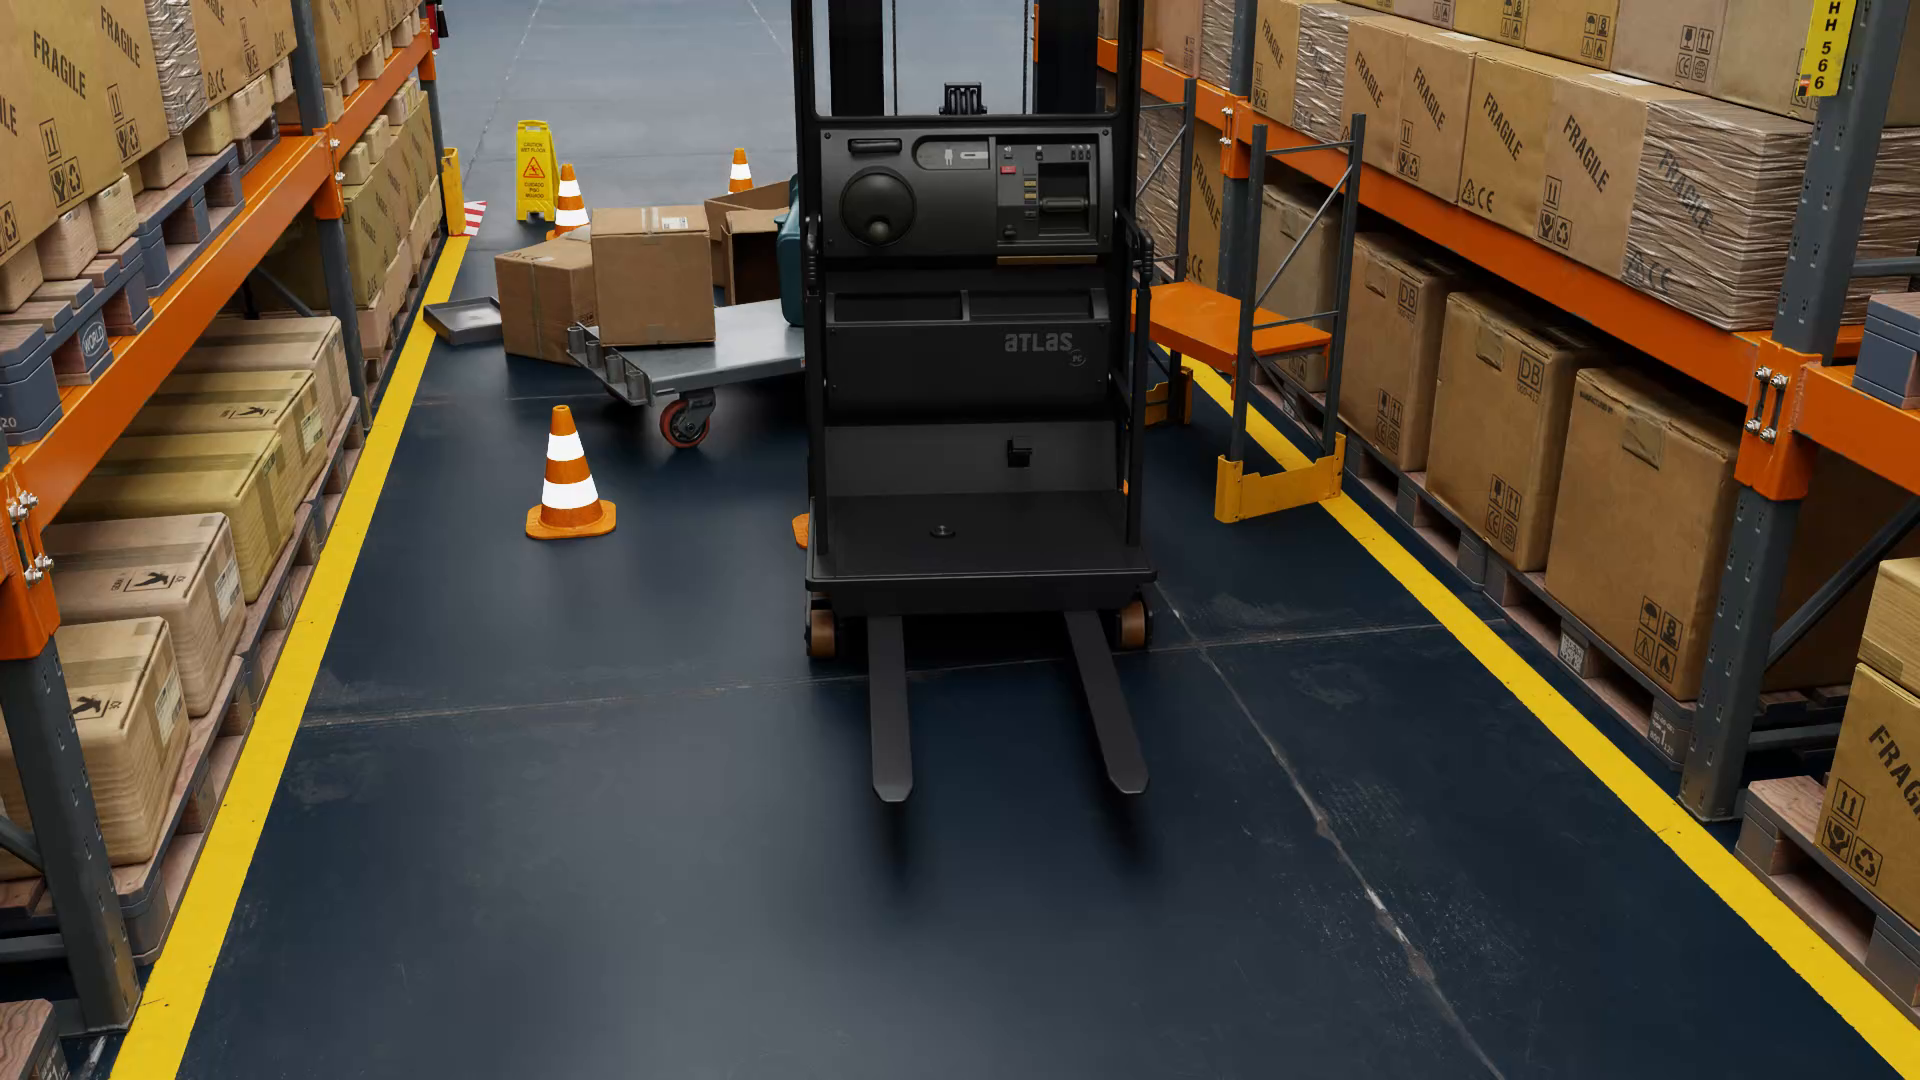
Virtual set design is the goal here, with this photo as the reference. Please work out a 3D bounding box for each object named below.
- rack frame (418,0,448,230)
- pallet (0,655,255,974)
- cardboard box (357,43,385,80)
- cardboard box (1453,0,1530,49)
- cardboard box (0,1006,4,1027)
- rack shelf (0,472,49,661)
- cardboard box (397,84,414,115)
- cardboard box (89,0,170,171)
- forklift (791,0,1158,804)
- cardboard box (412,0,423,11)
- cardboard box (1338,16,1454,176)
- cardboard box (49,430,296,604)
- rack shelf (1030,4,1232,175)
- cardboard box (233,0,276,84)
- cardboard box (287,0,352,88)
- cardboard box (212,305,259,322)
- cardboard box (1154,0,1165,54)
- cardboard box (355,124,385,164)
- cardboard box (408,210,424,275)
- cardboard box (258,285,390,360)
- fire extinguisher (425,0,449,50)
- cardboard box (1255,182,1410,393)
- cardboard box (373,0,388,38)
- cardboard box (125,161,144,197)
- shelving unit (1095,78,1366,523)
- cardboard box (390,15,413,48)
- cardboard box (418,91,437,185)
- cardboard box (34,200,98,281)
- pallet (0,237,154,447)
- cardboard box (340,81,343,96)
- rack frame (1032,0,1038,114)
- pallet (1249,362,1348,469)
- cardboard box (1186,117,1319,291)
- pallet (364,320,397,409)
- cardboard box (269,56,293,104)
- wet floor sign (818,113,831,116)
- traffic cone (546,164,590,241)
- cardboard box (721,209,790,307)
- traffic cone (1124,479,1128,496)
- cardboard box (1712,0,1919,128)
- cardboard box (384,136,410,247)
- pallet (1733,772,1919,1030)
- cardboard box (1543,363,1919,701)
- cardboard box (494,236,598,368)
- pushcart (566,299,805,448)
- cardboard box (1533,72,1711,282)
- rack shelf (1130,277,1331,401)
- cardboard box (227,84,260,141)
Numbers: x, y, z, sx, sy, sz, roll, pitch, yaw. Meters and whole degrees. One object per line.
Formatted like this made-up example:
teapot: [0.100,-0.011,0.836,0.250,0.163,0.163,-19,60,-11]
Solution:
rack frame: [-3.844,-3.406,10.300,1.000,3.000,0.127,-4,24,-10]
pallet: [-2.507,0.711,4.357,1.003,0.211,1.213,-4,24,-10]
cardboard box: [-3.074,-2.369,8.240,0.380,0.149,0.250,-4,24,-9]
cardboard box: [2.122,-1.948,5.588,0.700,0.500,0.500,-5,24,-10]
cardboard box: [-2.318,0.800,2.800,0.875,0.875,0.875,-5,24,-10]
rack shelf: [-1.994,0.857,1.438,1.077,0.370,4.000,-4,24,-10]
cardboard box: [-3.262,-2.445,9.263,0.380,0.149,0.250,-4,24,-9]
cardboard box: [-2.428,-1.240,4.321,0.500,0.500,0.500,-4,24,-9]
forklift: [0.040,-1.093,5.091,1.130,2.935,3.031,-1,24,-3]
cardboard box: [-3.472,-3.395,9.778,0.500,0.500,0.500,-5,24,-11]
cardboard box: [1.759,-1.662,6.183,0.500,0.500,0.500,-4,24,-10]
cardboard box: [-2.738,-0.058,5.395,0.950,0.372,0.625,-4,24,-8]
rack shelf: [1.372,-2.695,9.573,1.077,0.370,4.000,-4,24,-10]
cardboard box: [-2.700,-1.847,5.710,0.500,0.500,0.500,-4,24,-9]
cardboard box: [-2.911,-2.208,7.061,0.500,0.500,0.500,-4,24,-10]
cardboard box: [-3.477,-0.977,7.651,0.500,0.250,0.500,-3,24,-7]
cardboard box: [1.554,-2.887,8.925,0.875,0.550,0.550,-4,24,-10]
cardboard box: [-3.009,-1.913,8.046,0.380,0.149,0.250,-3,24,-8]
cardboard box: [-3.239,-1.630,9.146,0.500,0.250,0.500,-5,24,-12]
cardboard box: [-2.948,-1.017,7.741,0.500,0.250,0.500,-5,24,-12]
fire extinguisher: [-3.412,-3.449,10.497,0.296,0.674,0.183,-4,24,-10]
cardboard box: [1.945,-1.162,7.450,1.050,0.750,0.750,-4,24,-10]
cardboard box: [-3.220,-2.800,8.416,0.500,0.500,0.500,-4,24,-9]
cardboard box: [-2.509,-1.010,4.603,0.380,0.149,0.250,-3,24,-8]
shelving unit: [1.010,-0.994,6.652,0.587,1.500,1.083,-13,27,-27]
cardboard box: [-3.305,-2.866,9.379,0.380,0.149,0.250,-4,24,-9]
cardboard box: [-3.439,-2.386,9.939,0.500,0.500,0.500,-4,24,-9]
cardboard box: [-2.266,-0.703,3.900,0.380,0.149,0.250,-6,24,-13]
pallet: [-2.601,-0.443,3.757,1.213,0.211,1.003,-4,24,-10]
cardboard box: [-3.024,-2.063,7.539,0.380,0.149,0.250,-4,24,-10]
rack frame: [1.002,-3.812,11.230,1.000,3.000,0.127,-4,24,-10]
pallet: [1.959,-0.663,7.503,1.003,0.211,1.213,-4,24,-10]
cardboard box: [1.695,-1.710,8.547,0.875,0.875,0.875,-4,24,-9]
pallet: [-3.263,-0.816,7.854,1.003,0.211,1.213,-4,24,-10]
cardboard box: [-2.737,-1.728,6.247,0.380,0.149,0.250,-4,24,-9]
wet floor sign: [-0.949,-2.598,11.392,0.267,0.644,0.232,-9,25,-19]
traffic cone: [-2.496,-2.169,10.639,0.336,0.463,0.334,-4,24,-10]
cardboard box: [-0.850,-1.453,8.779,0.797,0.637,0.503,-4,24,-10]
traffic cone: [0.506,-0.437,6.671,0.336,0.463,0.334,-4,24,-10]
cardboard box: [2.409,-1.346,4.211,0.700,0.500,0.500,-4,24,-10]
cardboard box: [-3.152,-1.774,8.538,0.500,0.500,0.500,-3,24,-7]
pallet: [2.625,0.920,3.879,1.003,0.211,1.213,-4,24,-10]
cardboard box: [2.458,-0.073,4.955,1.050,0.750,0.750,-5,24,-10]
cardboard box: [-1.965,-1.210,8.393,0.500,0.500,0.500,13,27,27]
pushcart: [-0.872,-0.819,7.654,1.648,0.377,0.936,-13,27,-28]
cardboard box: [2.044,-1.064,4.814,0.500,0.500,0.500,-4,24,-10]
rack shelf: [1.005,-0.832,6.731,0.538,0.185,1.000,-13,27,-27]
cardboard box: [-2.572,-1.424,5.552,0.380,0.149,0.250,-4,24,-9]
